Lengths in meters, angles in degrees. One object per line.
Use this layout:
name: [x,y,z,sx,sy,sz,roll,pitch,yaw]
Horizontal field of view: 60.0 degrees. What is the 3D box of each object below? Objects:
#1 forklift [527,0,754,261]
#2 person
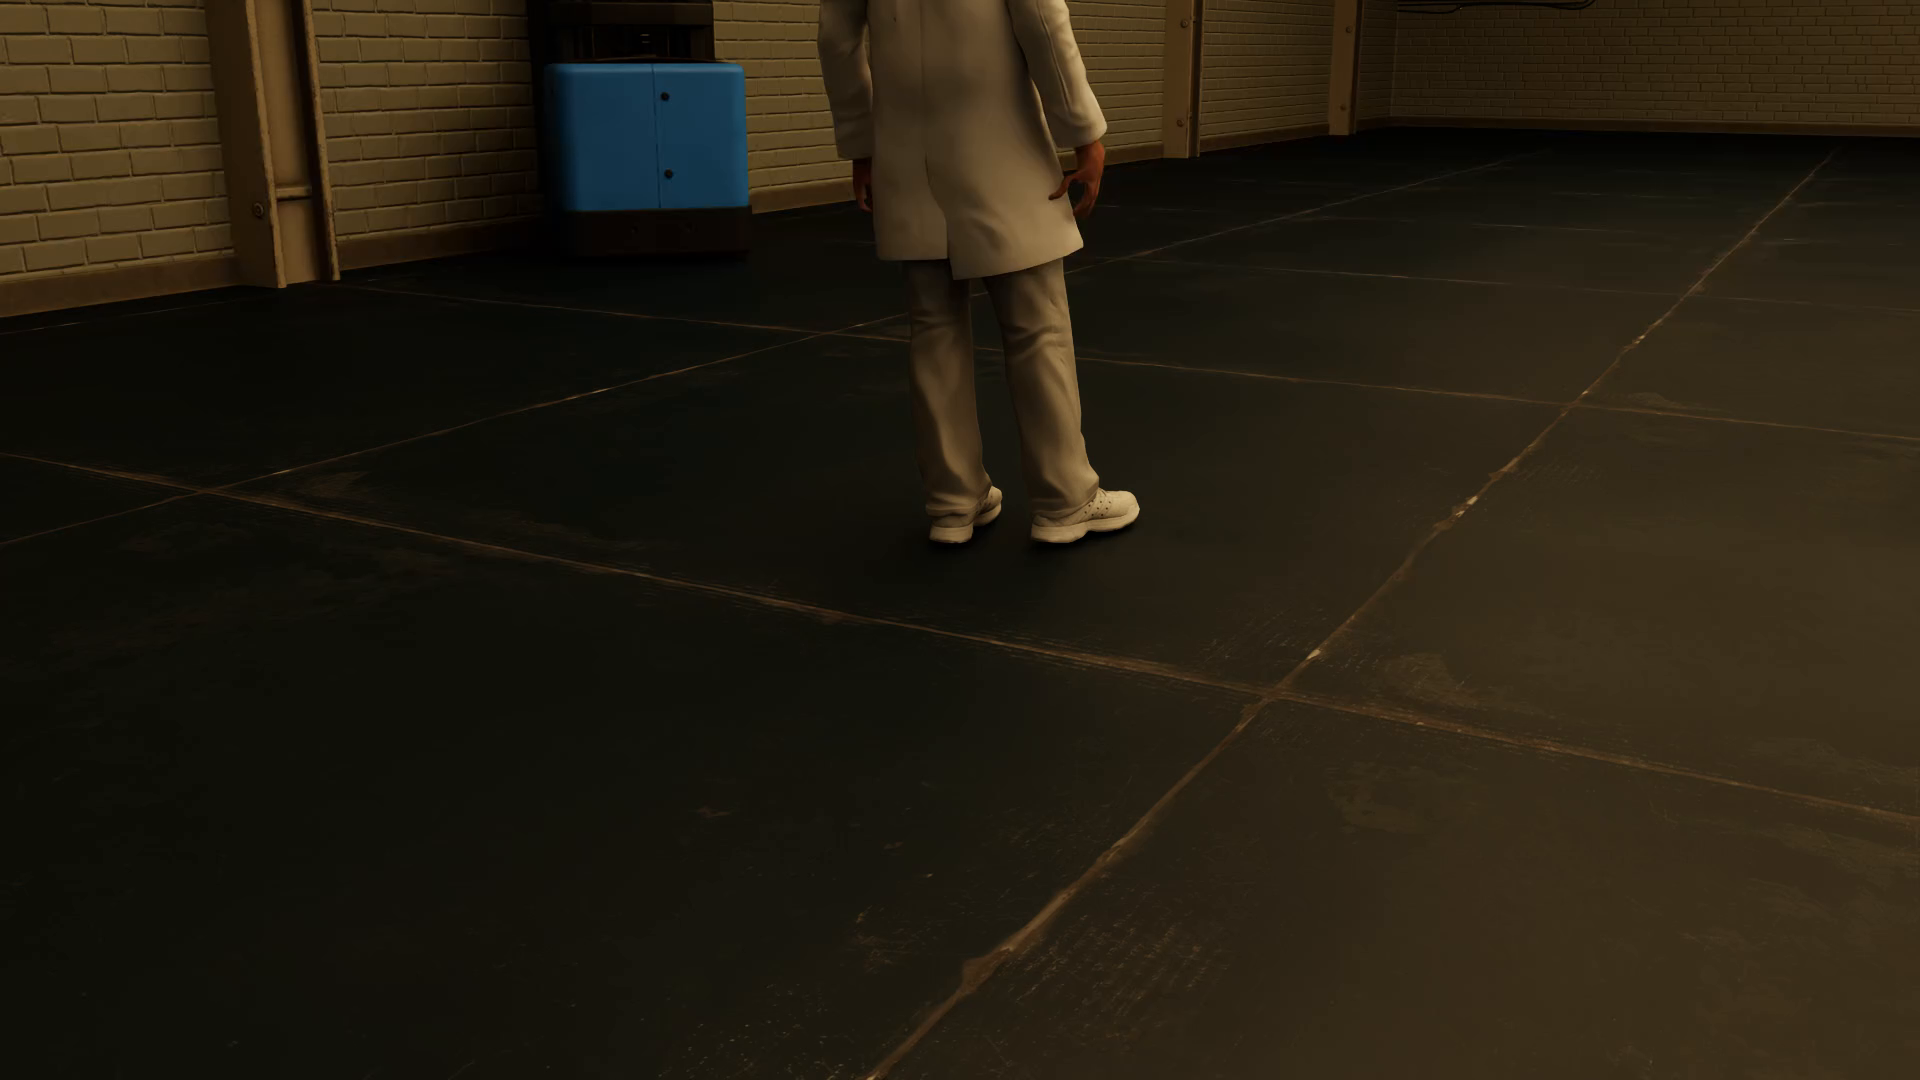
forklift: [-2.097,-3.316,10.115,1.130,2.935,3.031,-5,17,-17]
person: [0.049,-0.881,3.861,0.696,1.775,0.581,9,19,28]
